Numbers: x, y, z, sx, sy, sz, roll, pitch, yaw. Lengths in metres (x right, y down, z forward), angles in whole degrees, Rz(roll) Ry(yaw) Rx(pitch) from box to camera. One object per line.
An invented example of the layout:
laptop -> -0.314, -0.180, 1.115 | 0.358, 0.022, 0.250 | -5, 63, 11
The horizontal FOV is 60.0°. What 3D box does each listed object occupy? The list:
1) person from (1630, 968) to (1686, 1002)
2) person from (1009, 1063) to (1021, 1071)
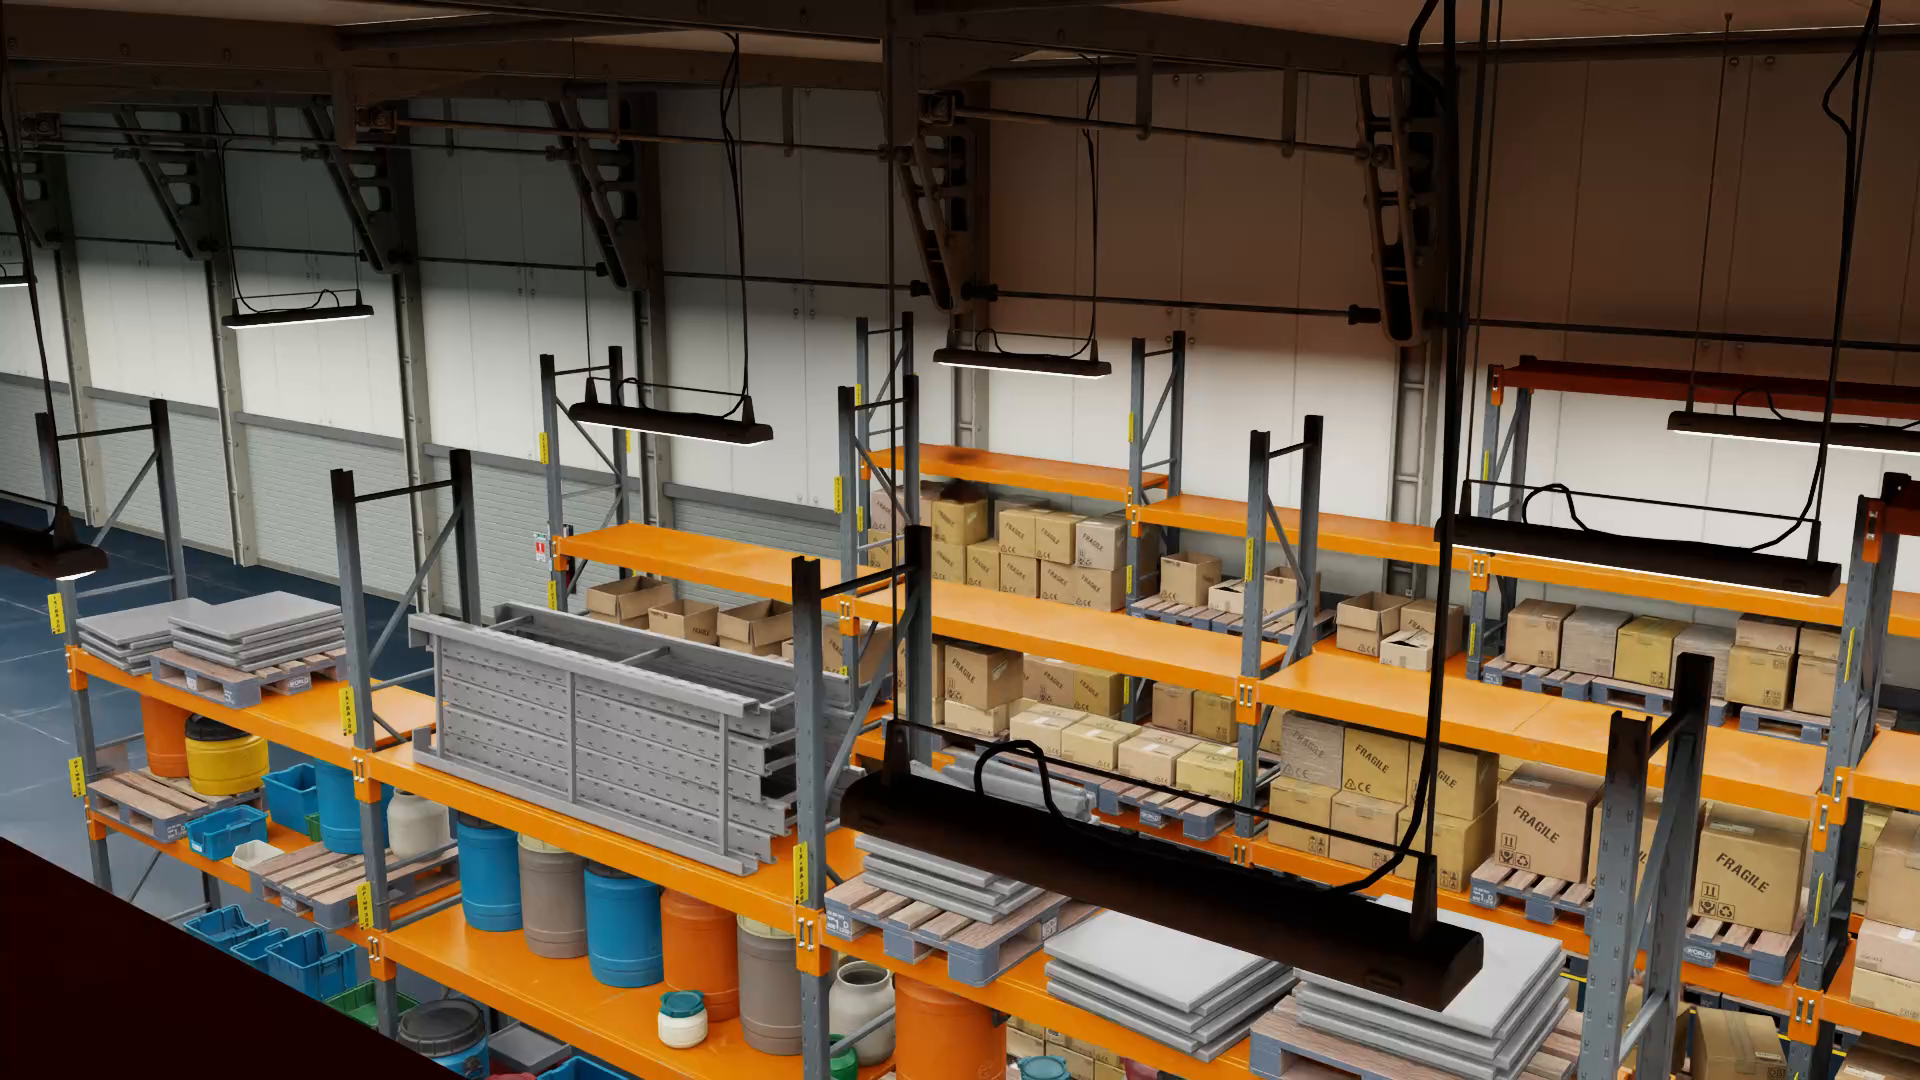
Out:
person -> 5.939, 3.973, 14.365 | 0.985, 1.767, 0.614 | 9, 16, 34
person -> 0.397, 4.548, 11.875 | 1.003, 1.746, 0.572 | 9, 16, 35
